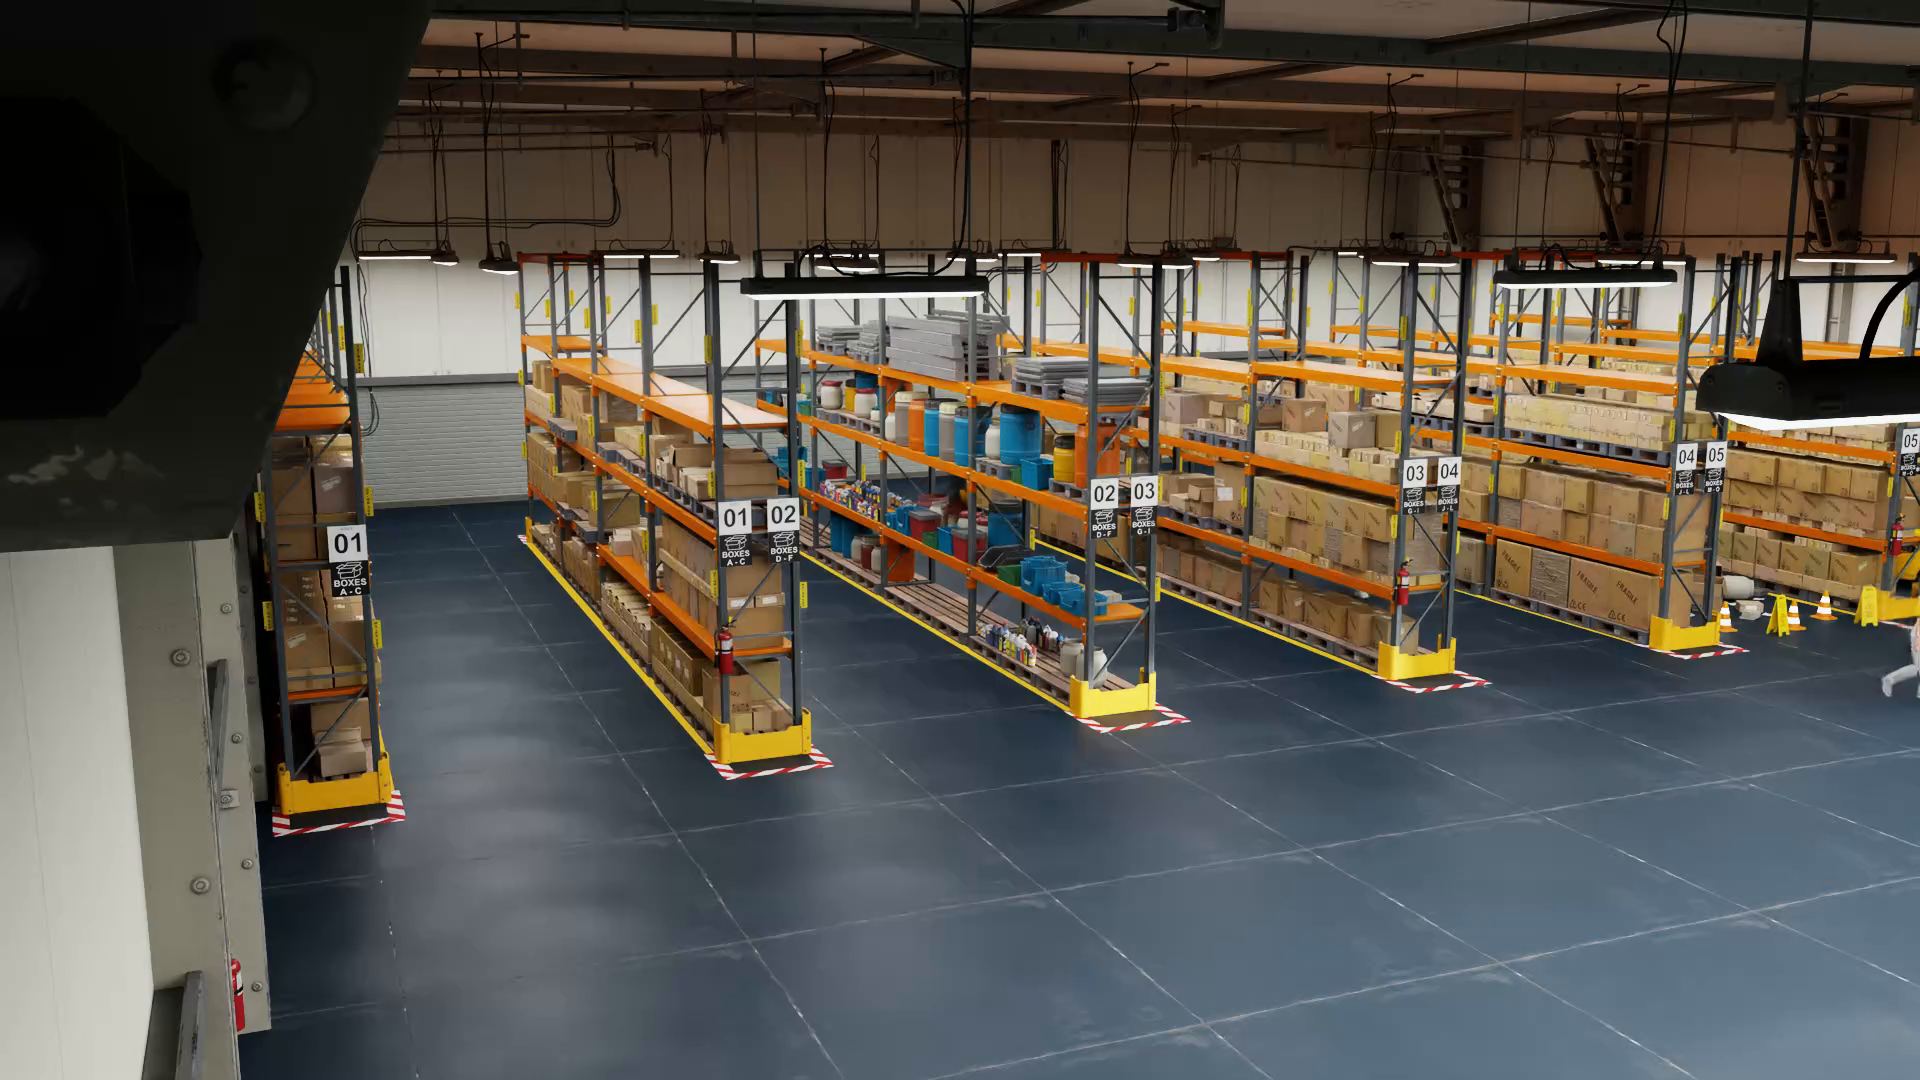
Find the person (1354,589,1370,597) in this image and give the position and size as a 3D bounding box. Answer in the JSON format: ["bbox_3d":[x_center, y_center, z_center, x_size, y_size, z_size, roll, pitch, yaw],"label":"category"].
[{"bbox_3d":[7.322,0.162,29.322,0.765,1.727,0.637,-5,11,-25],"label":"person"}]

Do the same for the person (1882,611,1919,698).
[{"bbox_3d":[13.211,1.348,22.926,0.750,1.699,0.739,7,13,35],"label":"person"}]
